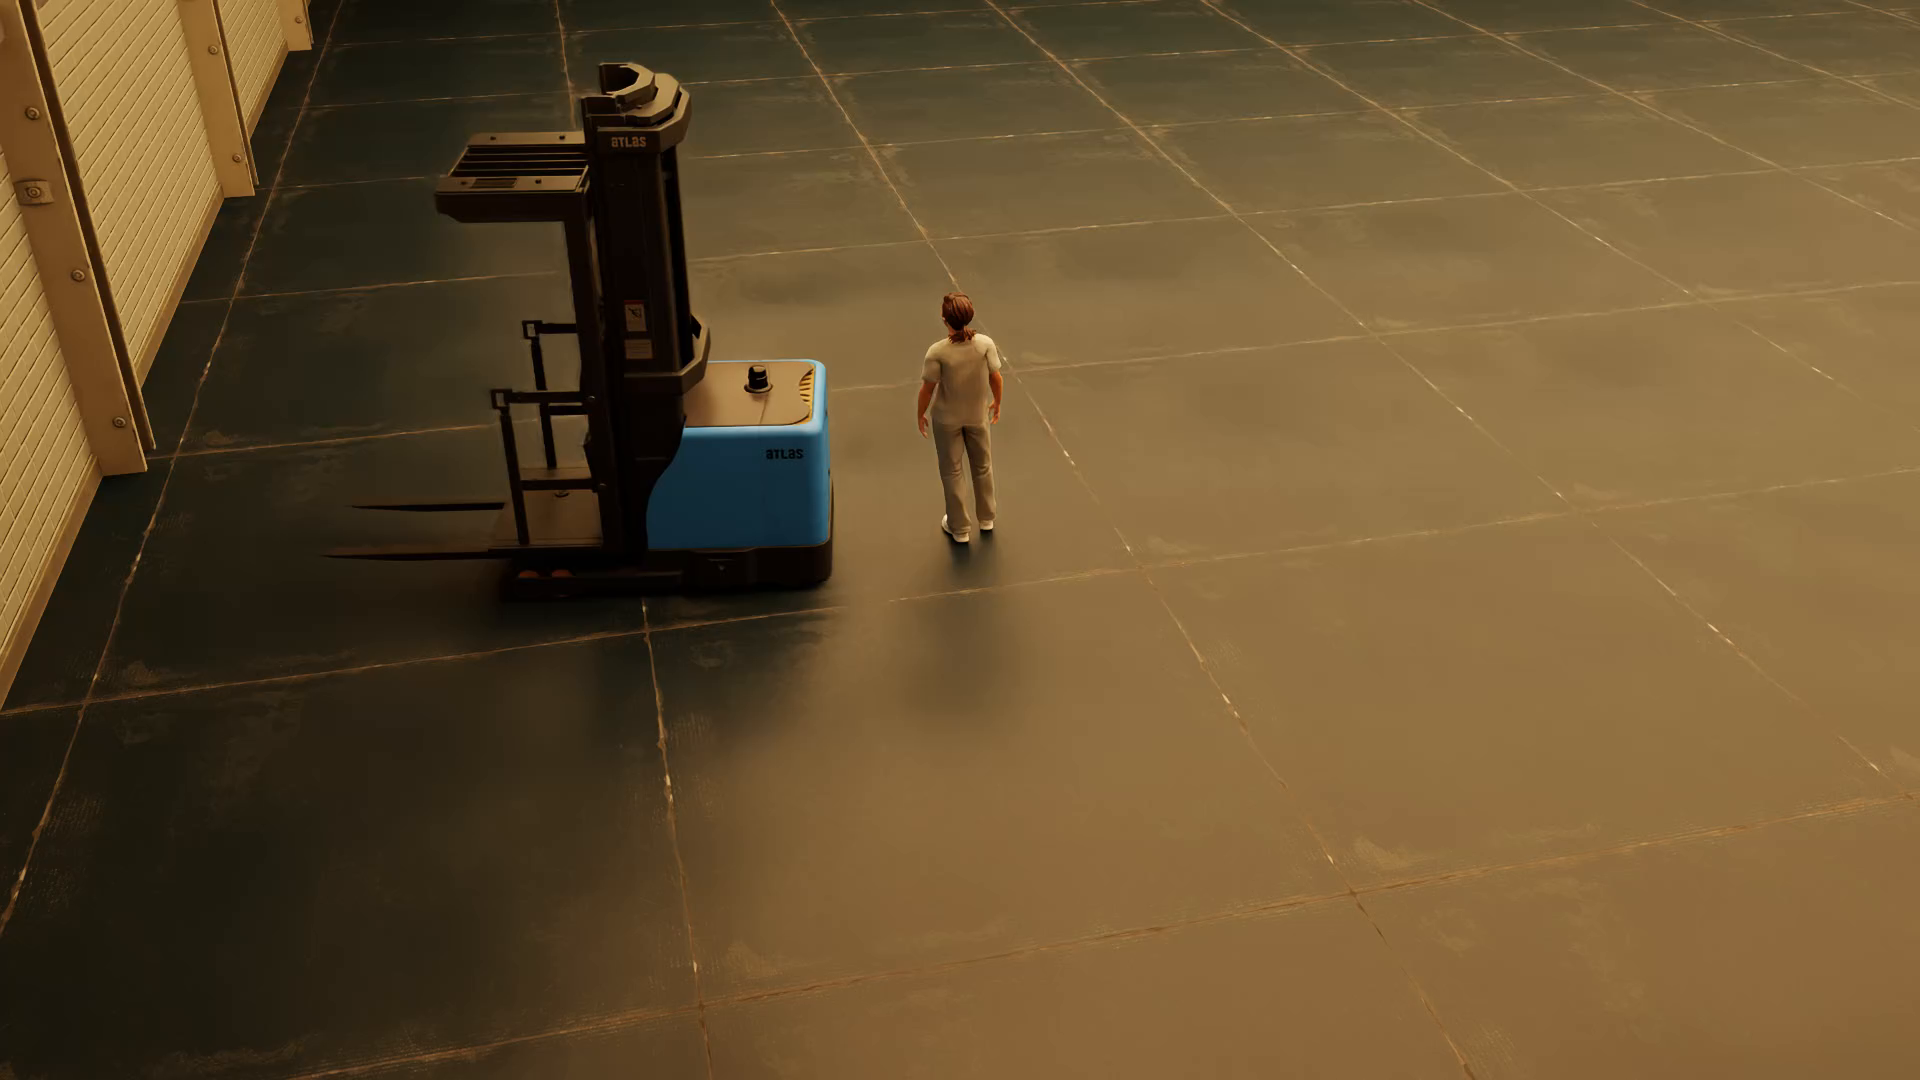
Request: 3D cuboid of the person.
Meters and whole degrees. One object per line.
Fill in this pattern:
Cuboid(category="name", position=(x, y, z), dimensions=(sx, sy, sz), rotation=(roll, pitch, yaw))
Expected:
Cuboid(category="person", position=(-0.006, -0.773, 10.148), dimensions=(0.550, 1.673, 0.532), rotation=(-7, 31, -12))

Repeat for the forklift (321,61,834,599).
Cuboid(category="forklift", position=(-2.310, -1.190, 9.630), dimensions=(3.031, 2.935, 1.130), rotation=(-1, 30, -2))
